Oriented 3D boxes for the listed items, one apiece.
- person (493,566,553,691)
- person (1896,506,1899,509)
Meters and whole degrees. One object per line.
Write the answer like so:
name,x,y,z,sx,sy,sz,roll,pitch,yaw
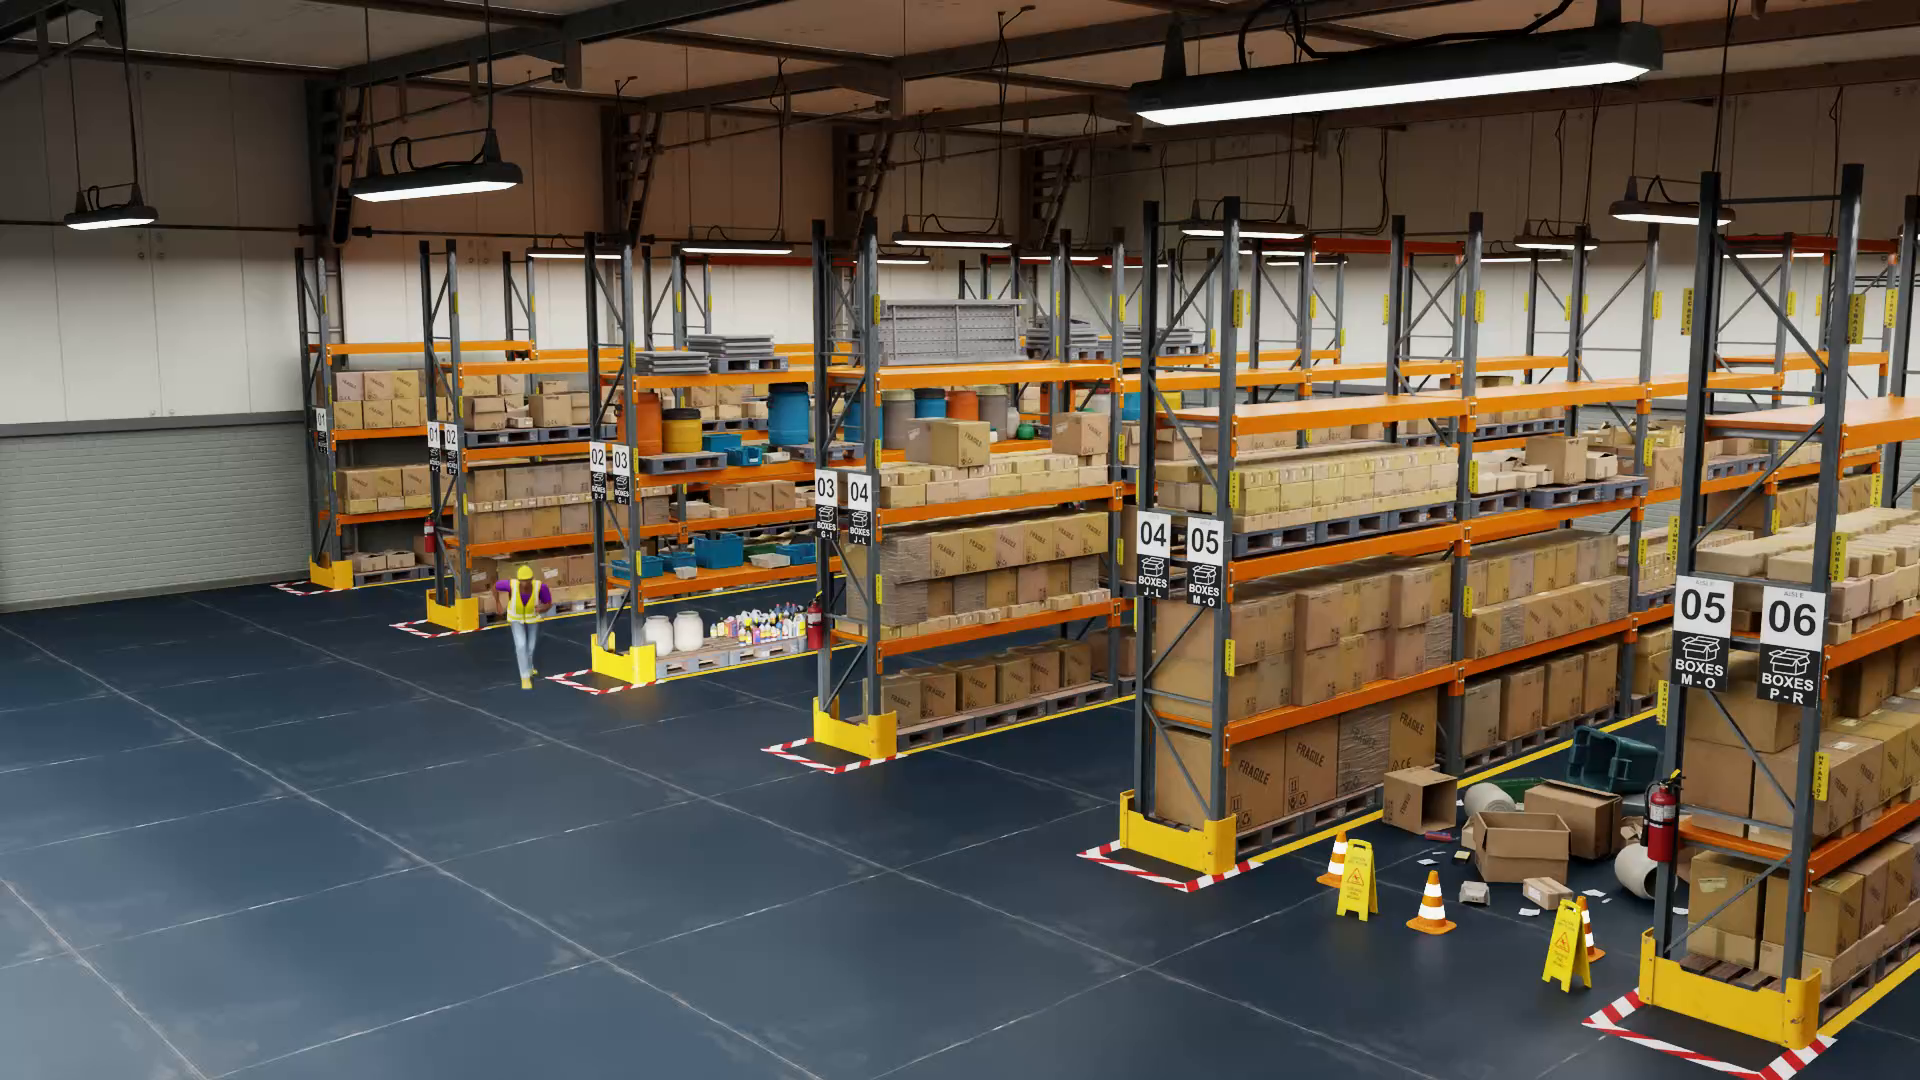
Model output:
person,-5.804,1.141,22.139,0.747,1.710,1.026,-3,9,-17
person,15.580,0.262,27.796,0.786,1.711,0.630,0,8,2
